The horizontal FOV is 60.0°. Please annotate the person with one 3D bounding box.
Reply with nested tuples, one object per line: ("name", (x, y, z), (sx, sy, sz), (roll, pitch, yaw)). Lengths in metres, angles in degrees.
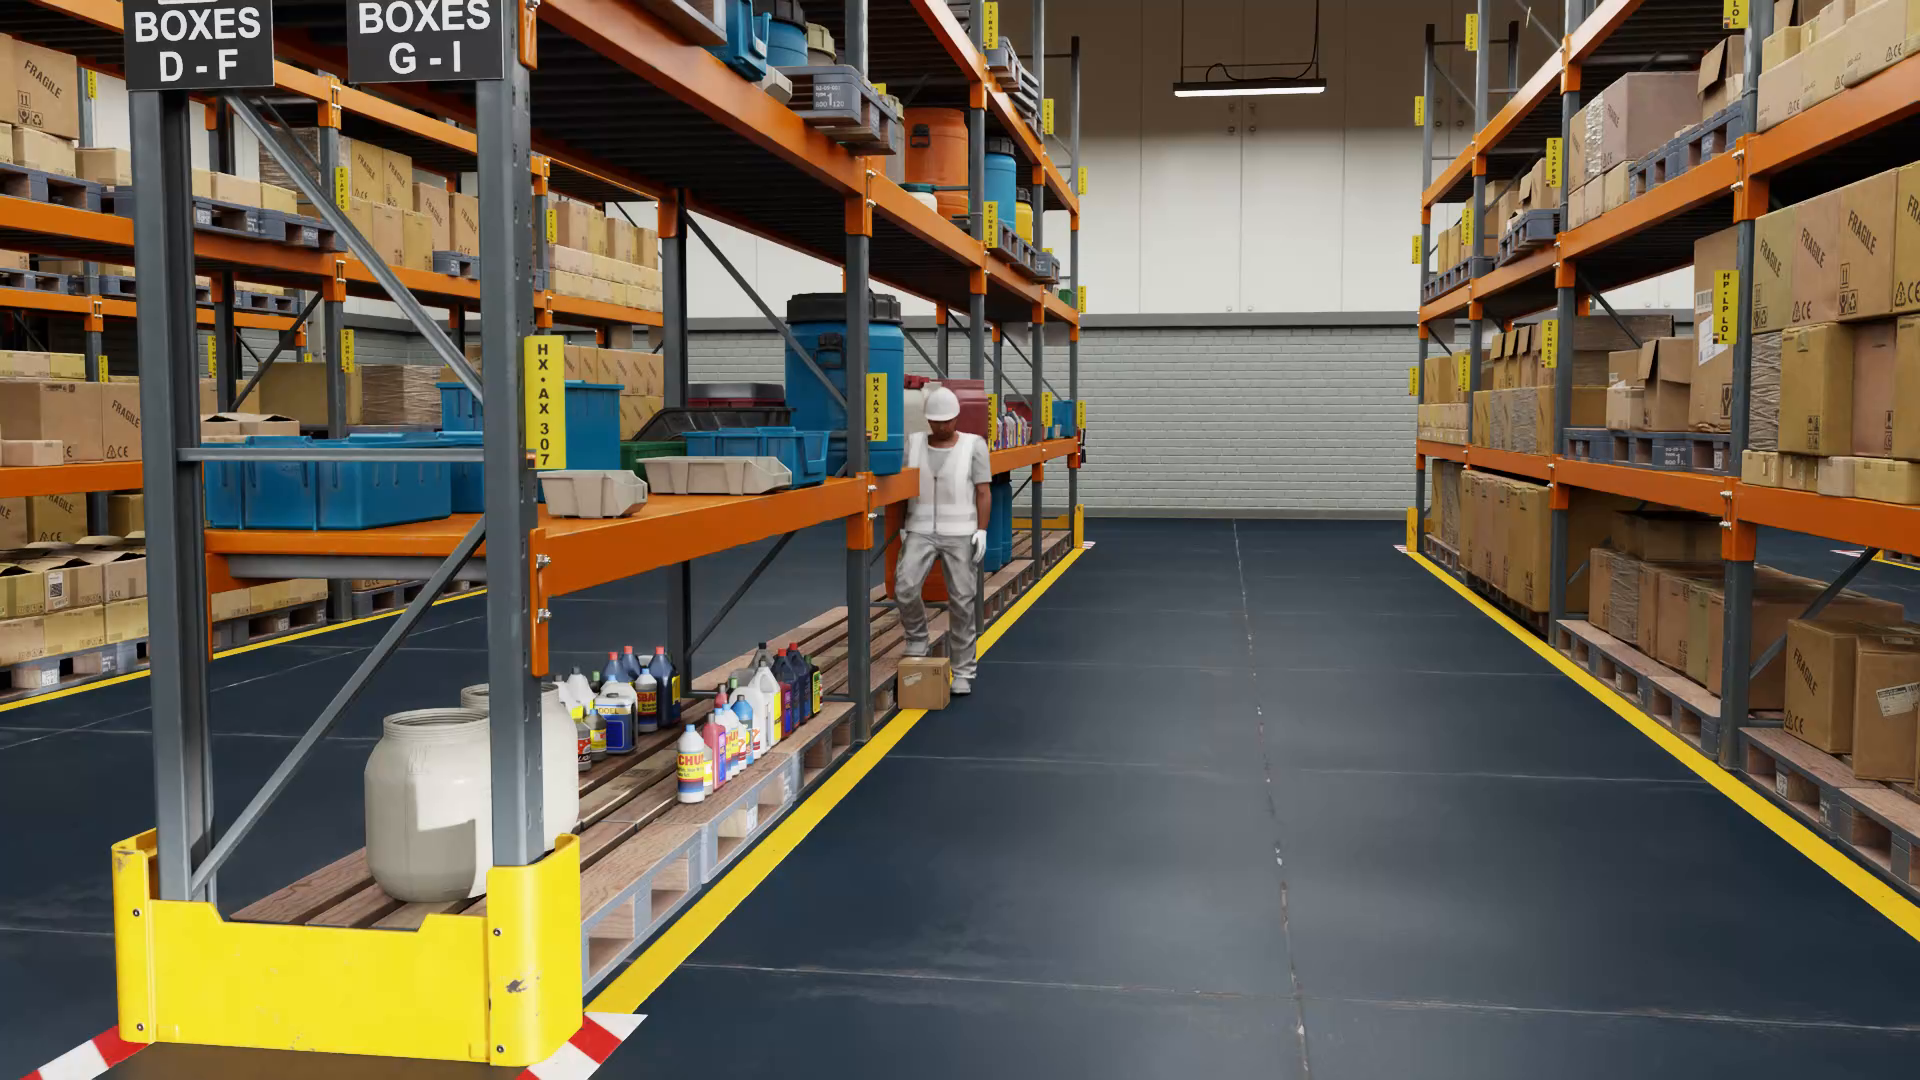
("person", (-0.104, 0.006, 9.528), (0.559, 1.759, 0.506), (1, 4, 10))
